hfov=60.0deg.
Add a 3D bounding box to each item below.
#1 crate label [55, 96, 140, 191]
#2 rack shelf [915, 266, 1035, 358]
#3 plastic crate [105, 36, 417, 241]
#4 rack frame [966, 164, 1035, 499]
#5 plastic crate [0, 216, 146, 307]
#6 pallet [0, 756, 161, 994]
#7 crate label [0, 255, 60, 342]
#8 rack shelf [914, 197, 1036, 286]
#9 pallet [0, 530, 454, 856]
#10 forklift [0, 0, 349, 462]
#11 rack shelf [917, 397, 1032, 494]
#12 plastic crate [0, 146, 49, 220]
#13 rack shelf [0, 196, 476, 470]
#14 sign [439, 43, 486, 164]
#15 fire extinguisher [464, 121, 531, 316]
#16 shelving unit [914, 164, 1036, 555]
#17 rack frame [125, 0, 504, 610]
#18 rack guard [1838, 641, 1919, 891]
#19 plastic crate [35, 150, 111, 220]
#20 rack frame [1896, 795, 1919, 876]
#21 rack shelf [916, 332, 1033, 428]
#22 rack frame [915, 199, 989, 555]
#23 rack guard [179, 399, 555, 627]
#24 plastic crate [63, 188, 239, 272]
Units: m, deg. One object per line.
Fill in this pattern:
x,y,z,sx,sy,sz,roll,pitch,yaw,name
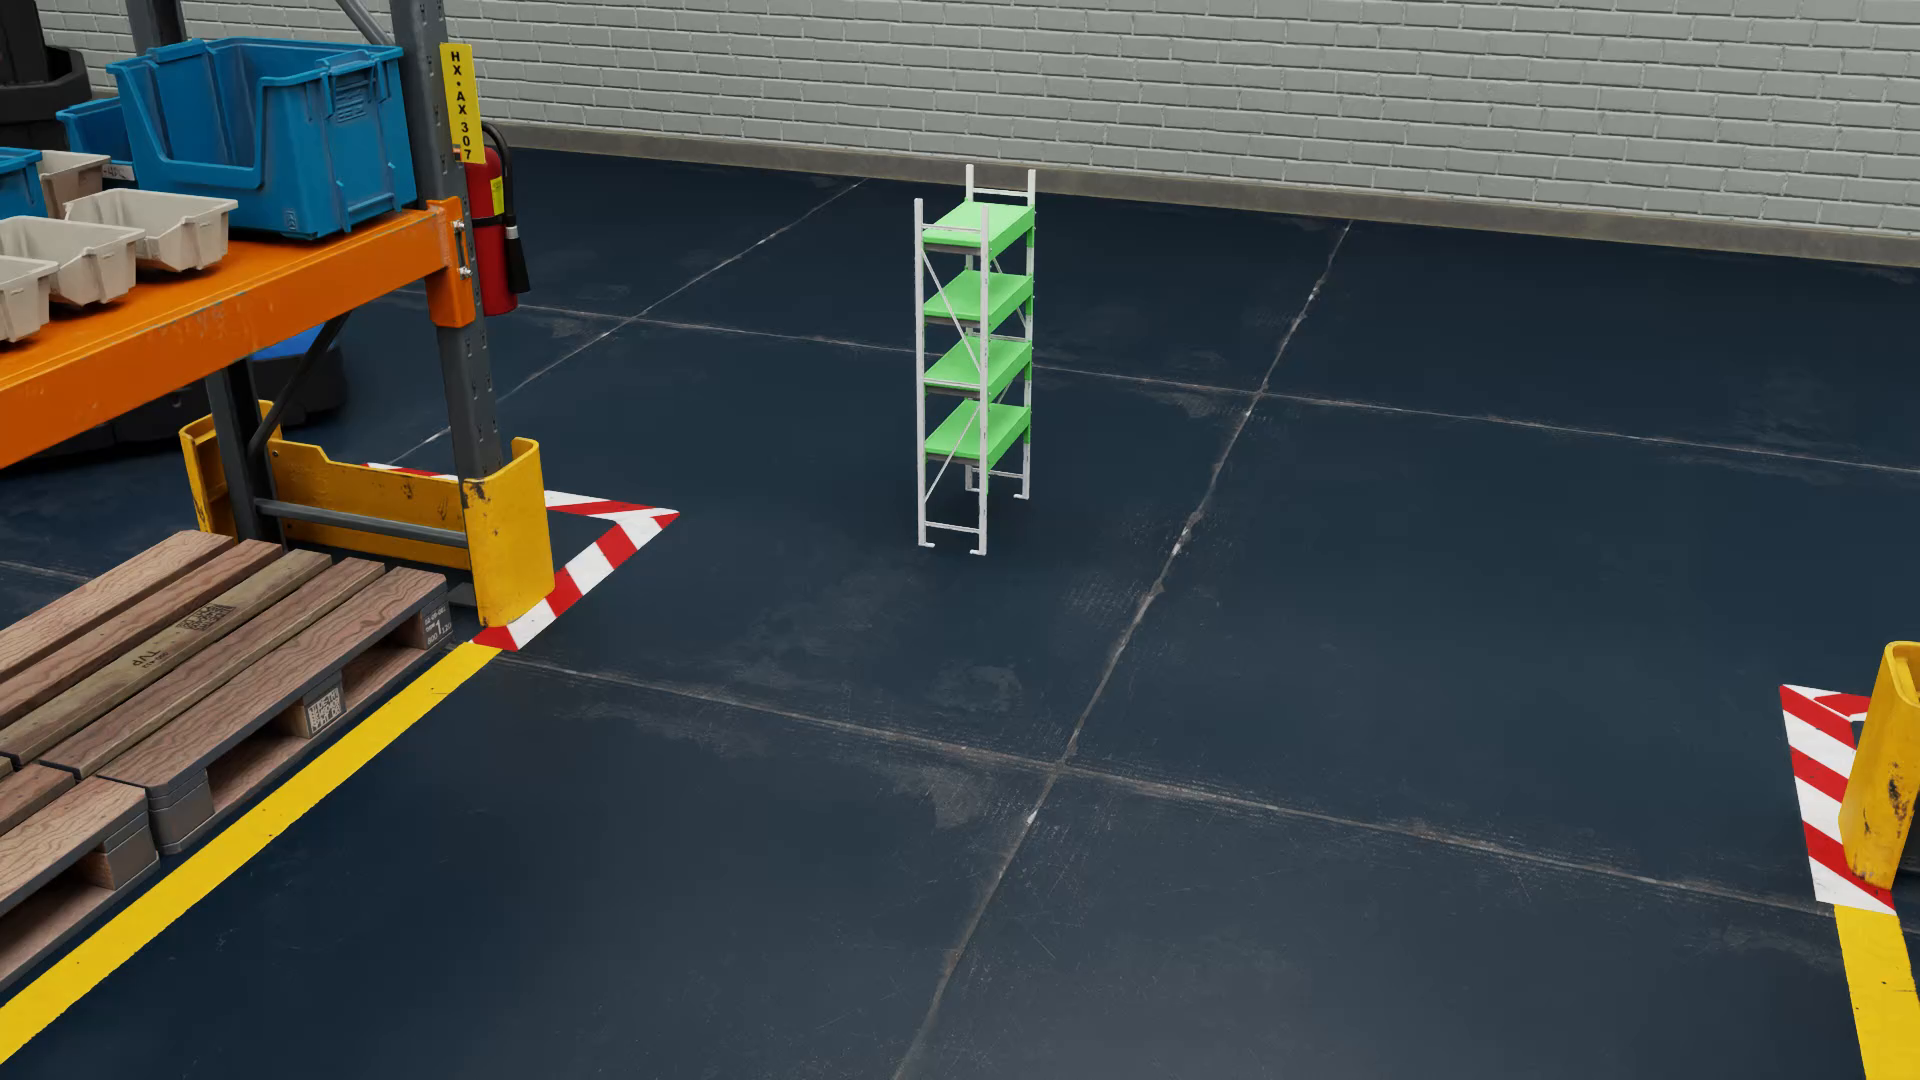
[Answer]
-2.300,-1.111,4.725,0.416,0.233,0.303,9,27,17,crate label
0.055,-0.767,5.552,0.258,0.148,0.480,9,27,17,rack shelf
-1.843,-1.091,4.452,0.616,0.435,0.499,9,27,17,plastic crate
0.136,-0.708,5.836,0.240,1.200,0.015,9,27,17,rack frame
-2.118,-0.643,3.869,0.396,0.136,0.243,9,27,17,plastic crate
-2.626,0.875,3.700,1.003,0.211,1.213,9,27,17,pallet
-2.188,-0.525,3.625,0.396,0.136,0.243,9,27,17,crate label
0.055,-0.983,5.448,0.258,0.148,0.480,9,27,17,rack shelf
-2.219,0.376,4.732,1.003,0.211,1.213,9,27,17,pallet
-4.034,-1.696,5.890,3.031,2.935,1.130,-13,29,-24,forklift
0.055,-0.335,5.761,0.258,0.148,0.480,9,27,17,rack shelf
-2.519,-0.840,4.166,0.416,0.233,0.300,9,27,17,plastic crate
-2.573,-0.067,3.272,1.077,0.370,4.000,9,27,17,rack shelf
-1.384,-1.213,4.626,0.100,0.325,0.005,9,27,17,sign
-1.429,-1.006,4.903,0.296,0.674,0.183,9,27,17,fire extinguisher
0.055,-0.608,5.629,0.258,1.200,0.503,9,27,17,shelving unit
-1.908,-1.213,4.813,1.000,3.000,0.127,9,27,17,rack frame
2.771,0.621,3.894,1.175,0.500,0.348,9,27,17,rack guard
-2.485,-0.948,4.499,0.250,0.136,0.298,9,27,17,plastic crate
2.763,-0.495,3.329,1.000,3.000,0.127,9,27,17,rack frame
0.055,-0.551,5.657,0.258,0.148,0.480,9,27,17,rack shelf
-0.026,-0.508,5.422,0.240,1.200,0.015,9,27,17,rack frame
-1.912,-0.099,5.382,1.175,0.500,0.348,9,27,17,rack guard
-2.008,-0.760,4.111,0.396,0.136,0.243,9,27,17,plastic crate
